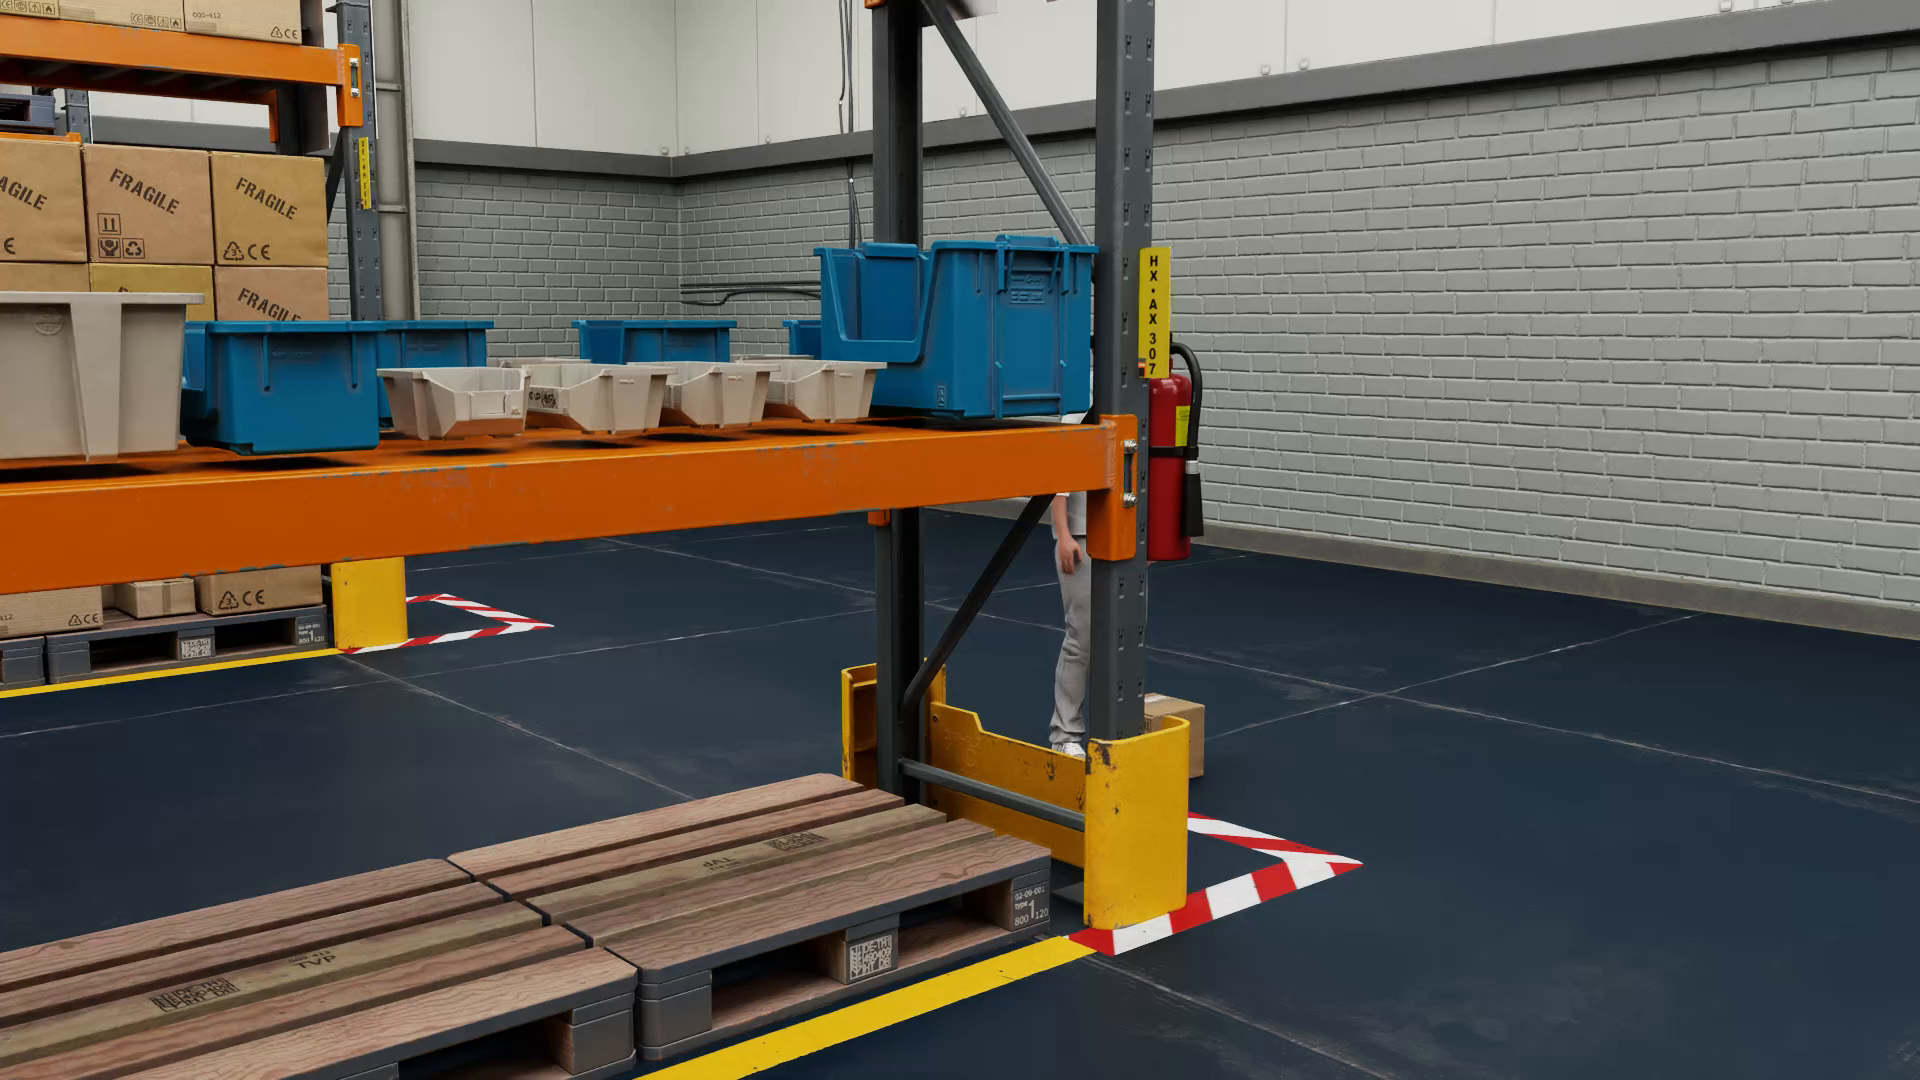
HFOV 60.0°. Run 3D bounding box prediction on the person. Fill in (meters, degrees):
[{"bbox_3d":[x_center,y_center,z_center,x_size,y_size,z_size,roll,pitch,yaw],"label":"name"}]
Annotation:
[{"bbox_3d":[0.511,0.006,5.834,0.449,1.581,0.317,-6,10,-37],"label":"person"}]
